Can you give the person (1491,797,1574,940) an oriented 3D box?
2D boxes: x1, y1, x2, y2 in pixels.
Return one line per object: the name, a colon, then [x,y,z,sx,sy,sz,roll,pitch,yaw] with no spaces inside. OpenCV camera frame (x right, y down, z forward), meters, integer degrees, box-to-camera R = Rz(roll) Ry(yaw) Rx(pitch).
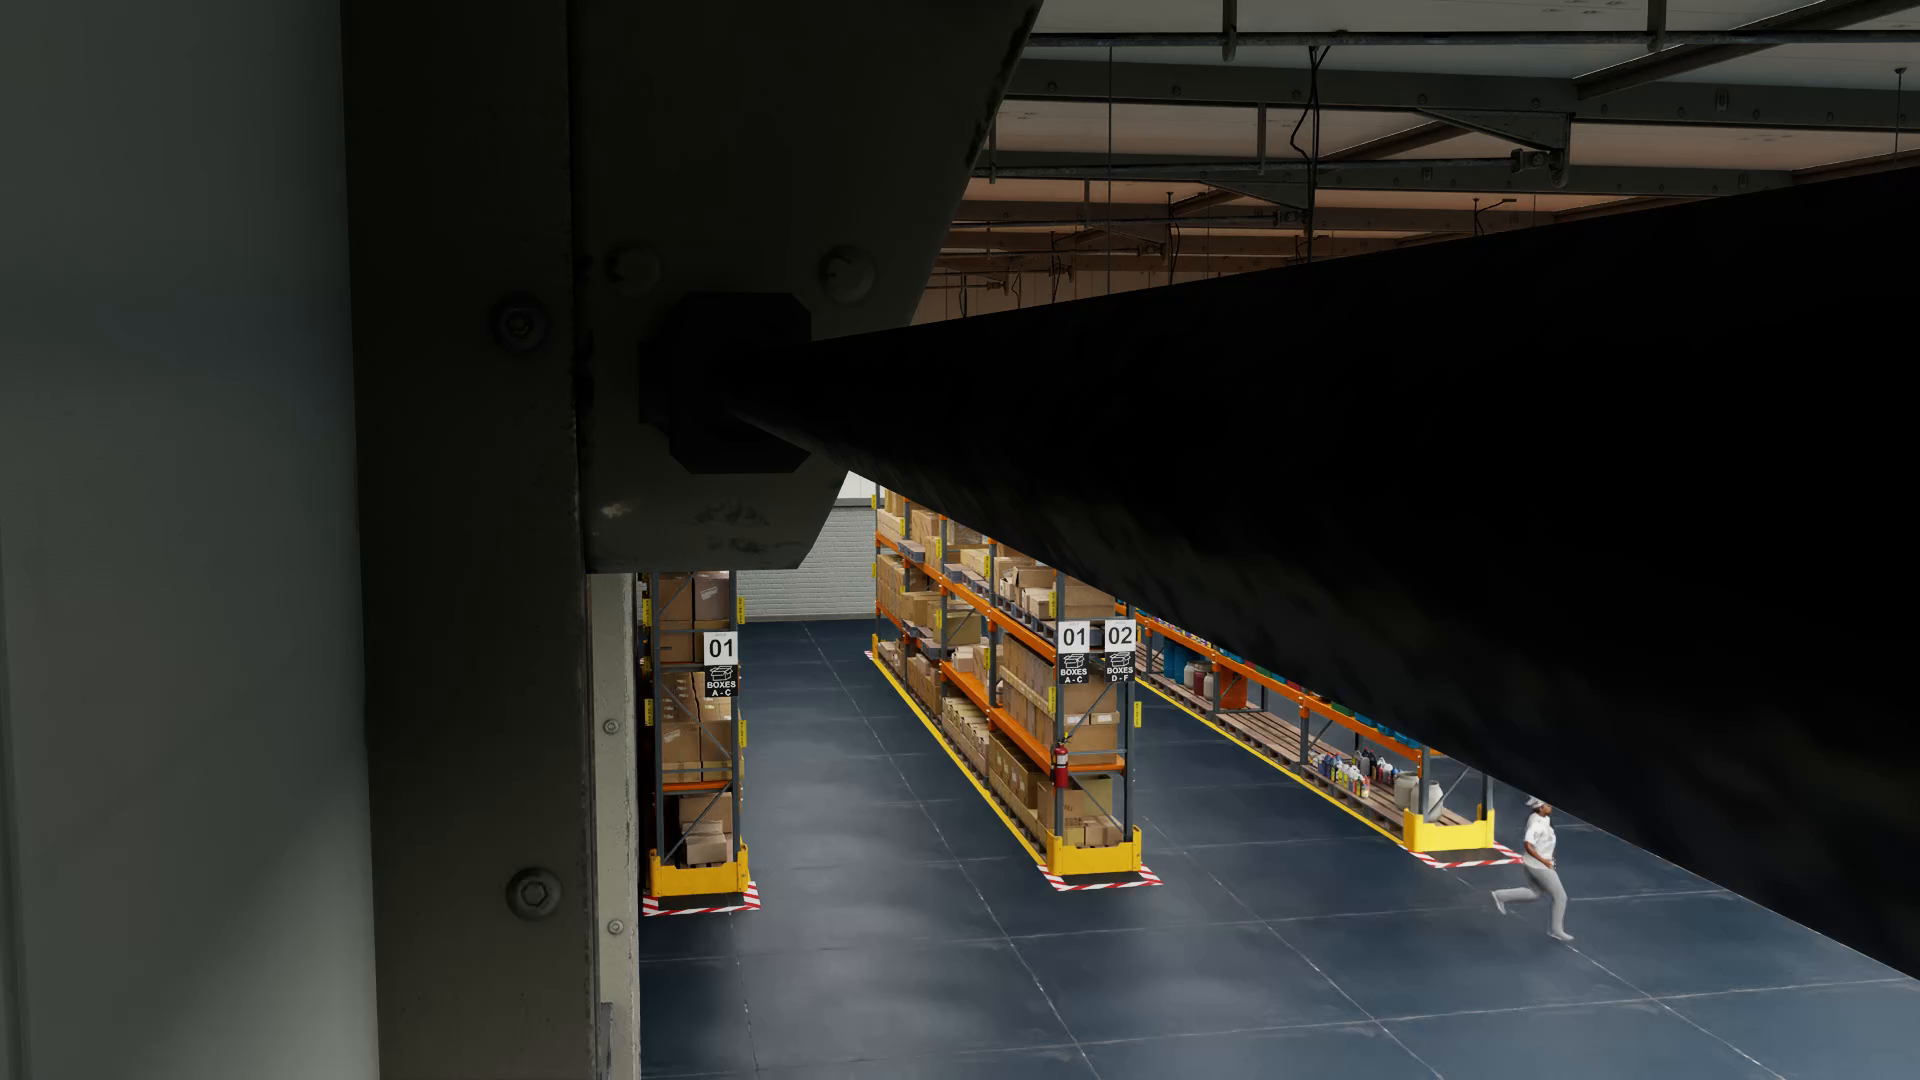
person: [6.436,3.627,18.545,0.840,1.684,0.566,1,6,10]
